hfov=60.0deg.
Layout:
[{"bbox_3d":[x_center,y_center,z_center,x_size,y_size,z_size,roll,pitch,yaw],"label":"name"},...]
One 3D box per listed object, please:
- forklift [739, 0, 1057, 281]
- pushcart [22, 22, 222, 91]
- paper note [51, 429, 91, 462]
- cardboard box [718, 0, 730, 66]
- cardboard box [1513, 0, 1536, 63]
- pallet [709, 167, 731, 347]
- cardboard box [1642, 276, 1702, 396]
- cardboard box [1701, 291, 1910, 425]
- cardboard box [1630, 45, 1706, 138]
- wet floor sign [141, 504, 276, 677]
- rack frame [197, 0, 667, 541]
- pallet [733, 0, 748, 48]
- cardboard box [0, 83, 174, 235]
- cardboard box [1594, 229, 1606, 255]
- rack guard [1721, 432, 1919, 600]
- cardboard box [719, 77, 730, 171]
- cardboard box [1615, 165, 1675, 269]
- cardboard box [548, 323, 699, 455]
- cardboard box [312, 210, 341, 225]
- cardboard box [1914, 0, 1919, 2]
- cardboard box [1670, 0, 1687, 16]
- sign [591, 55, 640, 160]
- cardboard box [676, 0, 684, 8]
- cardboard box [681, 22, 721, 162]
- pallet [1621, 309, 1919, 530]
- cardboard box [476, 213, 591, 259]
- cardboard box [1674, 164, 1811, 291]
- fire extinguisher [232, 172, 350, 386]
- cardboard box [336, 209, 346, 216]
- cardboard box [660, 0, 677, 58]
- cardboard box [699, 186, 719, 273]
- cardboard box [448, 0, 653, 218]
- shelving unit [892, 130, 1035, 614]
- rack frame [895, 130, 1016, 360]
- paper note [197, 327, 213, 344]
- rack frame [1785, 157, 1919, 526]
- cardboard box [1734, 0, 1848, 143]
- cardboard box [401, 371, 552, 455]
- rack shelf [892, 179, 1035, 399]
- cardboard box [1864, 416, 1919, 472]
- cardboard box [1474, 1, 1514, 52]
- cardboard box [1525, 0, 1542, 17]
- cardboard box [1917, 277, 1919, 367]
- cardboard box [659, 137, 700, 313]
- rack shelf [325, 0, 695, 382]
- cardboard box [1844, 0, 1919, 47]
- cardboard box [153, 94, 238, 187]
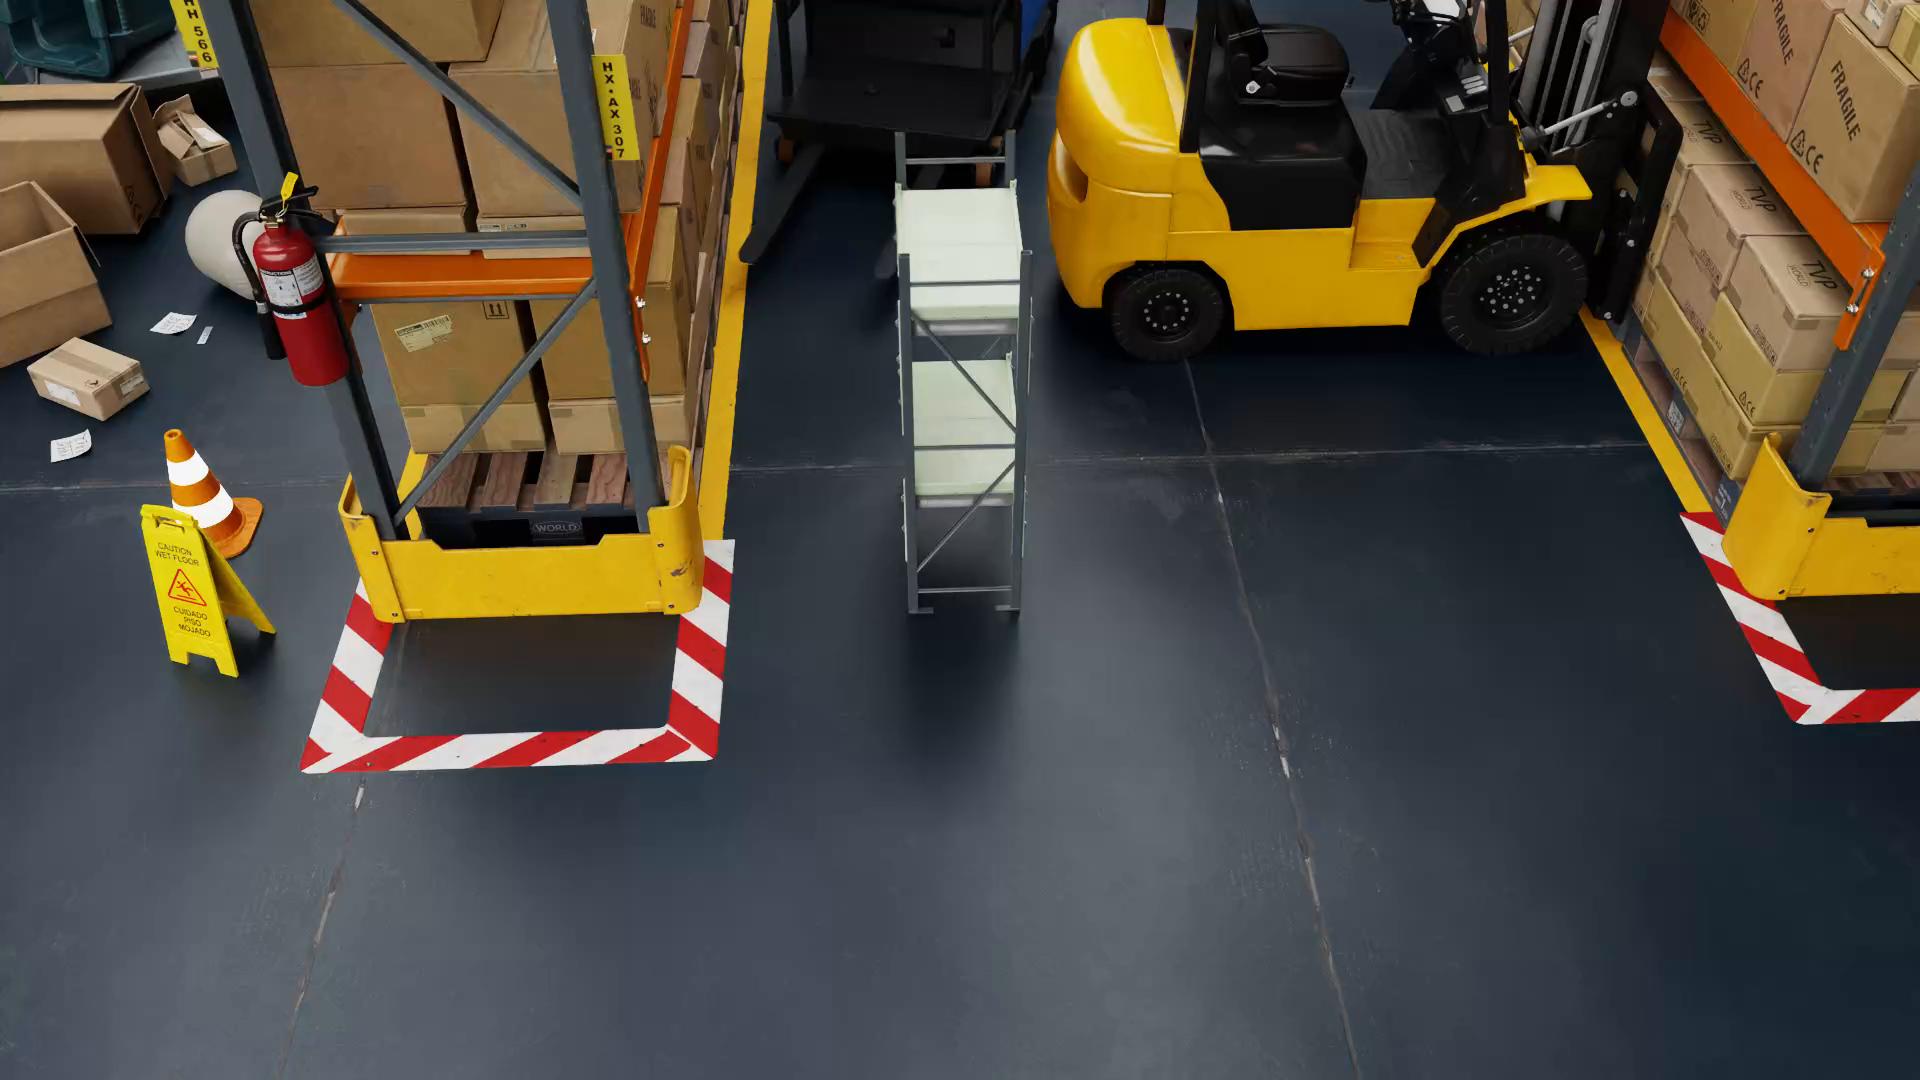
[{"bbox_3d":[-0.293,-3.079,7.440,1.130,2.935,3.031,9,43,10],"label":"forklift"},{"bbox_3d":[-3.969,-2.526,8.726,1.648,0.377,0.936,-16,45,-16],"label":"pushcart"},{"bbox_3d":[-3.552,-0.378,6.640,0.148,0.019,0.142,-16,45,-16],"label":"paper note"},{"bbox_3d":[-1.400,-2.618,8.055,0.500,0.500,0.500,-2,43,-2],"label":"cardboard box"},{"bbox_3d":[3.002,-2.387,7.988,0.500,0.250,0.500,-2,43,-2],"label":"cardboard box"},{"bbox_3d":[-1.574,-1.286,7.497,1.003,0.211,1.213,-2,43,-2],"label":"pallet"},{"bbox_3d":[3.089,-0.822,6.651,0.500,0.250,0.500,-2,43,-2],"label":"cardboard box"},{"bbox_3d":[3.103,-0.681,6.128,0.500,0.250,0.500,-2,43,-2],"label":"cardboard box"},{"bbox_3d":[3.032,-1.875,7.060,0.500,0.250,0.500,-2,43,-3],"label":"cardboard box"},{"bbox_3d":[-2.584,0.135,5.625,0.267,0.644,0.232,12,44,13],"label":"wet floor sign"},{"bbox_3d":[-1.523,-0.891,5.003,1.000,3.000,0.127,-2,43,-2],"label":"rack frame"},{"bbox_3d":[-1.727,-3.089,9.464,1.003,0.211,1.213,-2,43,-2],"label":"pallet"},{"bbox_3d":[-4.175,-1.765,7.703,0.797,0.637,0.503,-2,43,-2],"label":"cardboard box"},{"bbox_3d":[3.032,-1.510,7.401,0.500,0.250,0.500,0,43,0],"label":"cardboard box"},{"bbox_3d":[3.437,-0.099,5.988,1.175,0.500,0.348,-2,43,-2],"label":"rack guard"},{"bbox_3d":[-1.367,-1.982,7.917,0.500,0.250,0.500,-3,43,-3],"label":"cardboard box"},{"bbox_3d":[3.050,-1.368,6.877,0.500,0.250,0.500,-3,43,-3],"label":"cardboard box"},{"bbox_3d":[-1.281,-0.585,6.393,0.500,0.250,0.500,-2,43,-2],"label":"cardboard box"},{"bbox_3d":[-3.007,-1.909,7.961,0.500,0.500,0.500,27,49,27],"label":"cardboard box"},{"bbox_3d":[3.169,-1.823,5.245,0.380,0.149,0.250,-2,43,-2],"label":"cardboard box"},{"bbox_3d":[3.086,-2.433,6.611,0.500,0.500,0.500,-1,43,-2],"label":"cardboard box"},{"bbox_3d":[-0.981,-1.226,4.727,0.100,0.325,0.005,-2,43,-2],"label":"sign"},{"bbox_3d":[-1.300,-2.259,6.680,0.380,0.149,0.250,-1,43,-1],"label":"cardboard box"},{"bbox_3d":[-1.353,-1.930,7.305,0.500,0.500,0.500,0,43,0],"label":"cardboard box"},{"bbox_3d":[3.362,-0.524,6.665,1.003,0.211,1.213,-2,43,-2],"label":"pallet"},{"bbox_3d":[-1.331,-1.034,5.344,0.380,0.149,0.250,-1,43,-2],"label":"cardboard box"},{"bbox_3d":[3.077,-1.193,6.315,0.500,0.250,0.500,-1,43,-1],"label":"cardboard box"},{"bbox_3d":[-1.979,-0.772,4.930,0.296,0.674,0.183,-2,43,-2],"label":"fire extinguisher"},{"bbox_3d":[-1.874,-1.213,5.539,0.380,0.149,0.250,-2,43,-2],"label":"cardboard box"},{"bbox_3d":[-1.314,-2.059,5.982,0.500,0.500,0.500,-2,43,-3],"label":"cardboard box"},{"bbox_3d":[-1.331,-1.298,7.170,0.500,0.250,0.500,1,43,1],"label":"cardboard box"},{"bbox_3d":[-1.266,-1.366,5.226,0.500,0.500,0.500,-2,43,-2],"label":"cardboard box"},{"bbox_3d":[0.000,-0.548,5.738,0.431,1.500,0.755,-2,43,-2],"label":"shelving unit"},{"bbox_3d":[-0.015,-0.795,6.008,0.400,1.500,0.023,-2,43,-2],"label":"rack frame"},{"bbox_3d":[-3.274,-0.889,7.212,0.032,0.001,0.123,-2,43,-2],"label":"paper note"},{"bbox_3d":[3.436,-1.036,5.161,1.000,3.000,0.127,-2,43,-2],"label":"rack frame"},{"bbox_3d":[3.140,-1.748,5.864,0.500,0.500,0.500,0,43,0],"label":"cardboard box"},{"bbox_3d":[-1.827,-0.587,6.394,0.500,0.250,0.500,-2,43,-2],"label":"cardboard box"},{"bbox_3d":[0.000,-0.836,5.475,0.431,0.370,0.720,-2,43,-2],"label":"rack shelf"},{"bbox_3d":[3.611,-0.515,6.316,0.500,0.250,0.500,-1,43,-2],"label":"cardboard box"},{"bbox_3d":[2.956,-2.542,8.527,0.500,0.250,0.500,-1,43,-1],"label":"cardboard box"},{"bbox_3d":[2.985,-2.565,7.813,0.500,0.250,0.500,-2,43,-2],"label":"cardboard box"},{"bbox_3d":[3.605,-0.876,5.970,0.500,0.250,0.500,-2,43,-2],"label":"cardboard box"},{"bbox_3d":[-1.309,-1.230,6.542,0.500,0.500,0.500,-3,43,-3],"label":"cardboard box"},{"bbox_3d":[-1.608,-1.976,6.719,1.077,0.370,4.000,-2,43,-2],"label":"rack shelf"},{"bbox_3d":[3.101,-1.710,5.342,0.380,0.149,0.250,-1,43,-1],"label":"cardboard box"},{"bbox_3d":[-3.803,-1.972,8.205,0.258,0.266,0.396,-32,51,-30],"label":"cardboard box"}]
